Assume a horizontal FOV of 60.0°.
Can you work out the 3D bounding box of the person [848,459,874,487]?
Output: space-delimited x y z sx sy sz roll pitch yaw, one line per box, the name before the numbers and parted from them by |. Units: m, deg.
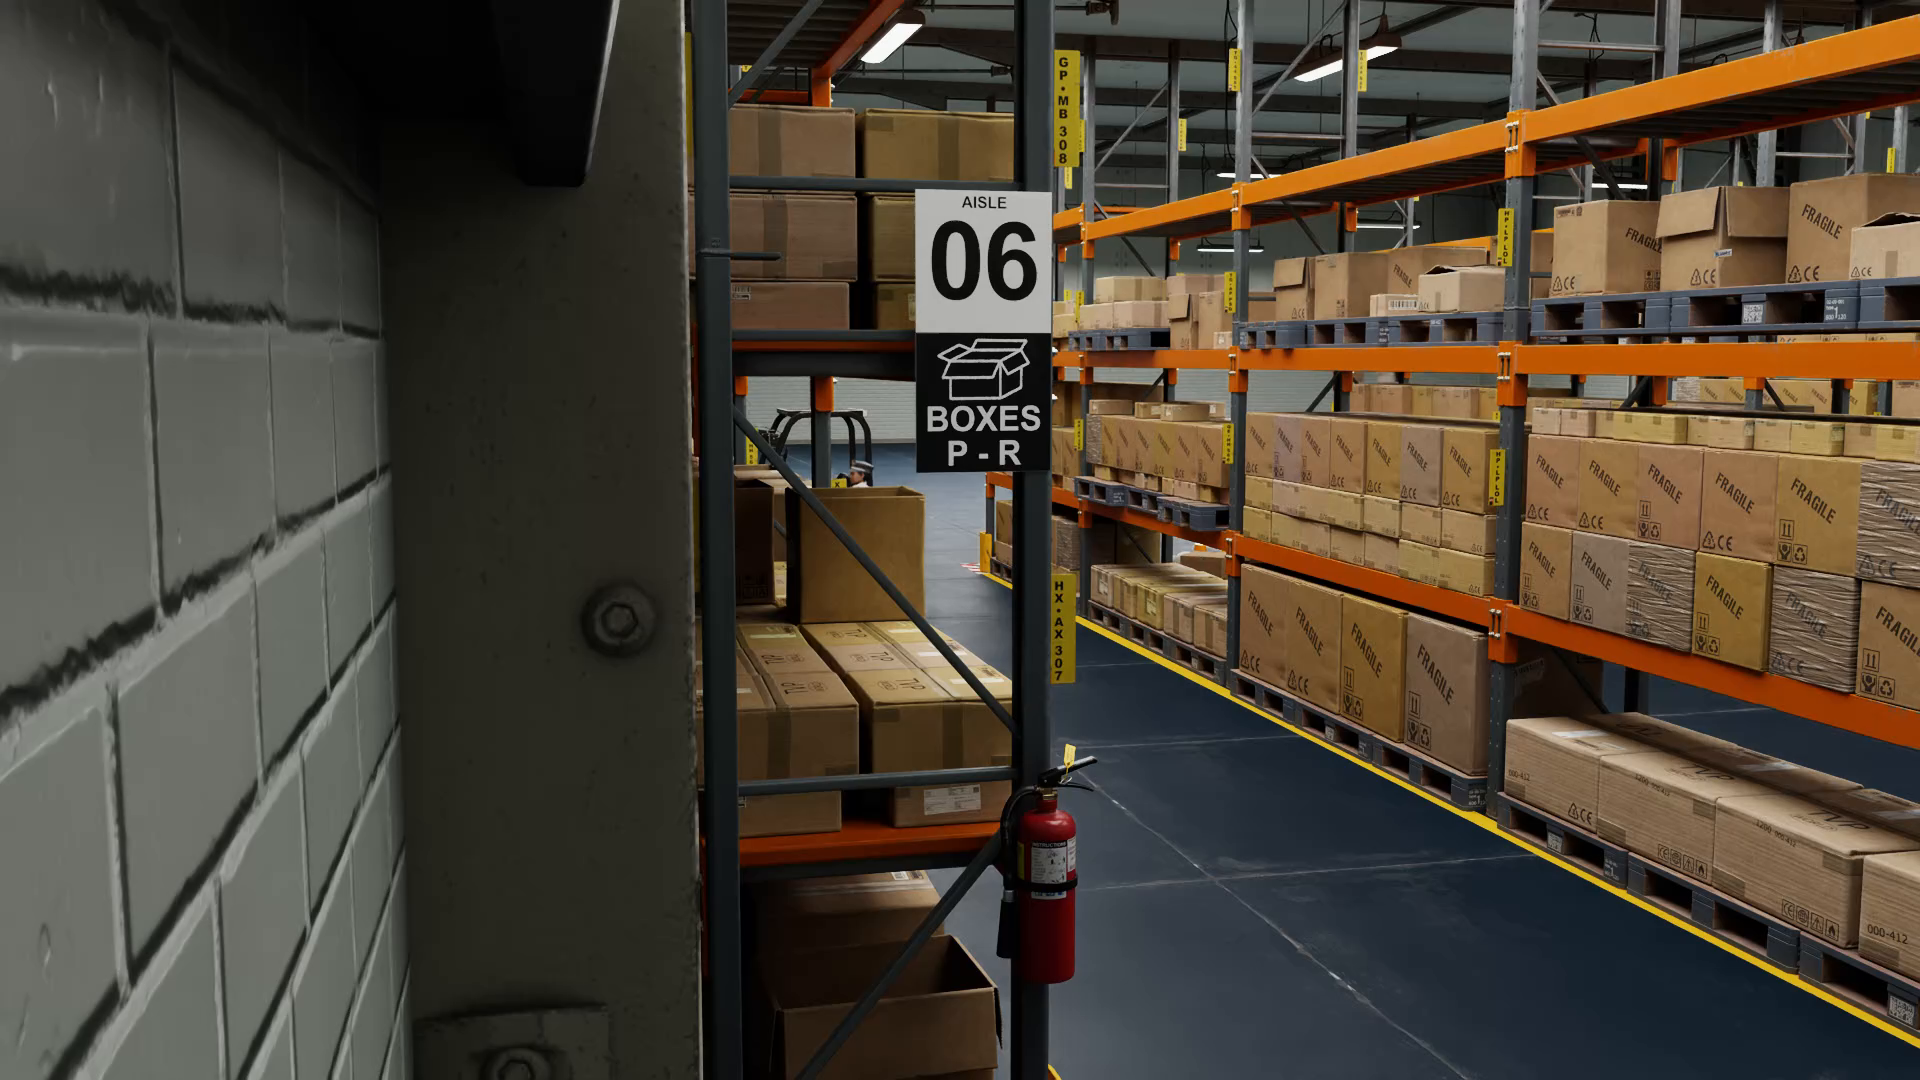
person | -1.073 -0.010 17.505 0.344 1.684 0.467 -1 6 -12
